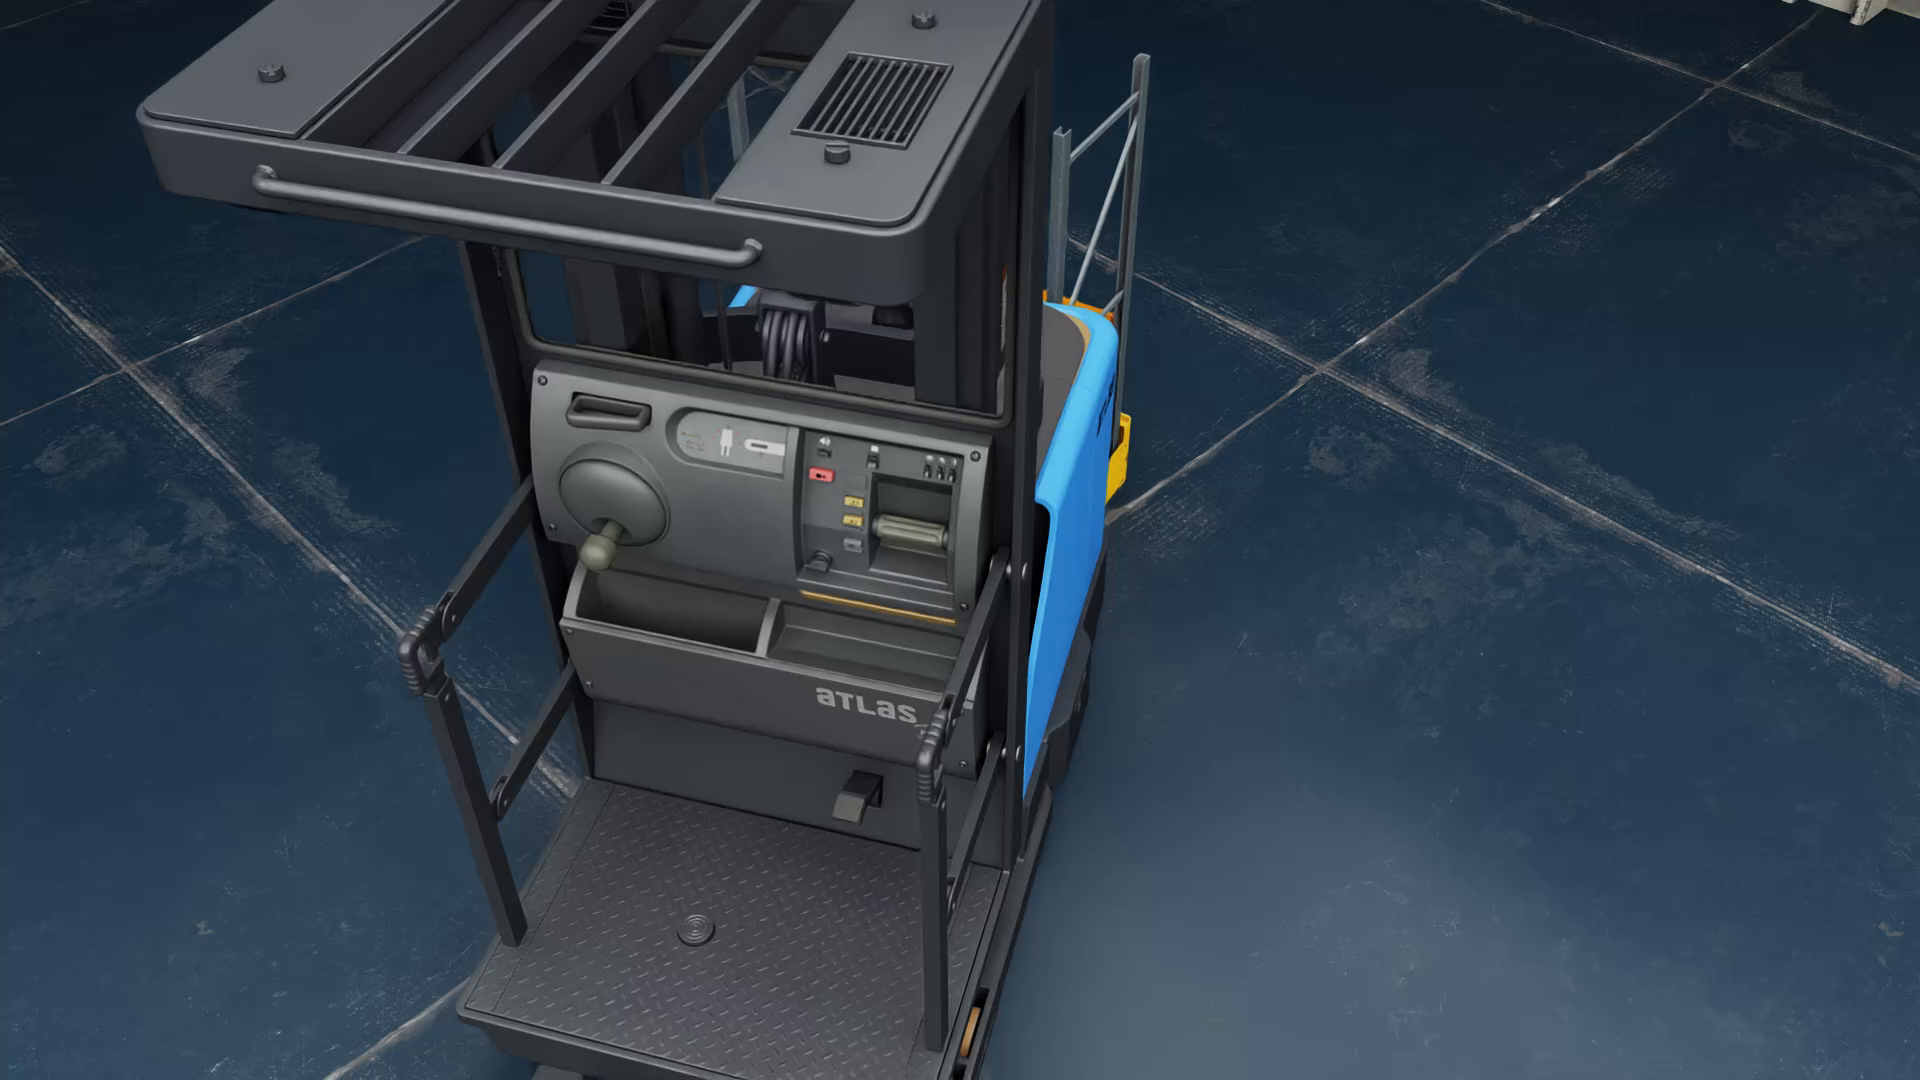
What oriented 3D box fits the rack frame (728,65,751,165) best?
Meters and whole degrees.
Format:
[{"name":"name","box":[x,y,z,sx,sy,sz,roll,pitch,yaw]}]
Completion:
[{"name":"rack frame","box":[-0.507,-0.950,5.173,0.032,1.500,0.500,22,47,22]}]

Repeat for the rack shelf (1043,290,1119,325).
[{"name":"rack shelf","box":[-0.069,-0.643,5.106,1.000,0.185,0.538,22,47,22]}]

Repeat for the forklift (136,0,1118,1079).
[{"name":"forklift","box":[-0.457,-0.002,3.093,1.130,2.935,3.031,11,44,11]}]

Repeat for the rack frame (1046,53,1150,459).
[{"name":"rack frame","box":[0.370,-0.601,4.796,0.032,1.500,0.500,22,47,22]}]

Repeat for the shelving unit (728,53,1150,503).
[{"name":"shelving unit","box":[-0.061,-0.772,4.981,1.083,1.500,0.587,22,47,22]}]

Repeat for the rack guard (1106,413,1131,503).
[{"name":"rack guard","box":[0.369,-0.143,5.220,0.087,0.250,0.587,22,47,22]}]
